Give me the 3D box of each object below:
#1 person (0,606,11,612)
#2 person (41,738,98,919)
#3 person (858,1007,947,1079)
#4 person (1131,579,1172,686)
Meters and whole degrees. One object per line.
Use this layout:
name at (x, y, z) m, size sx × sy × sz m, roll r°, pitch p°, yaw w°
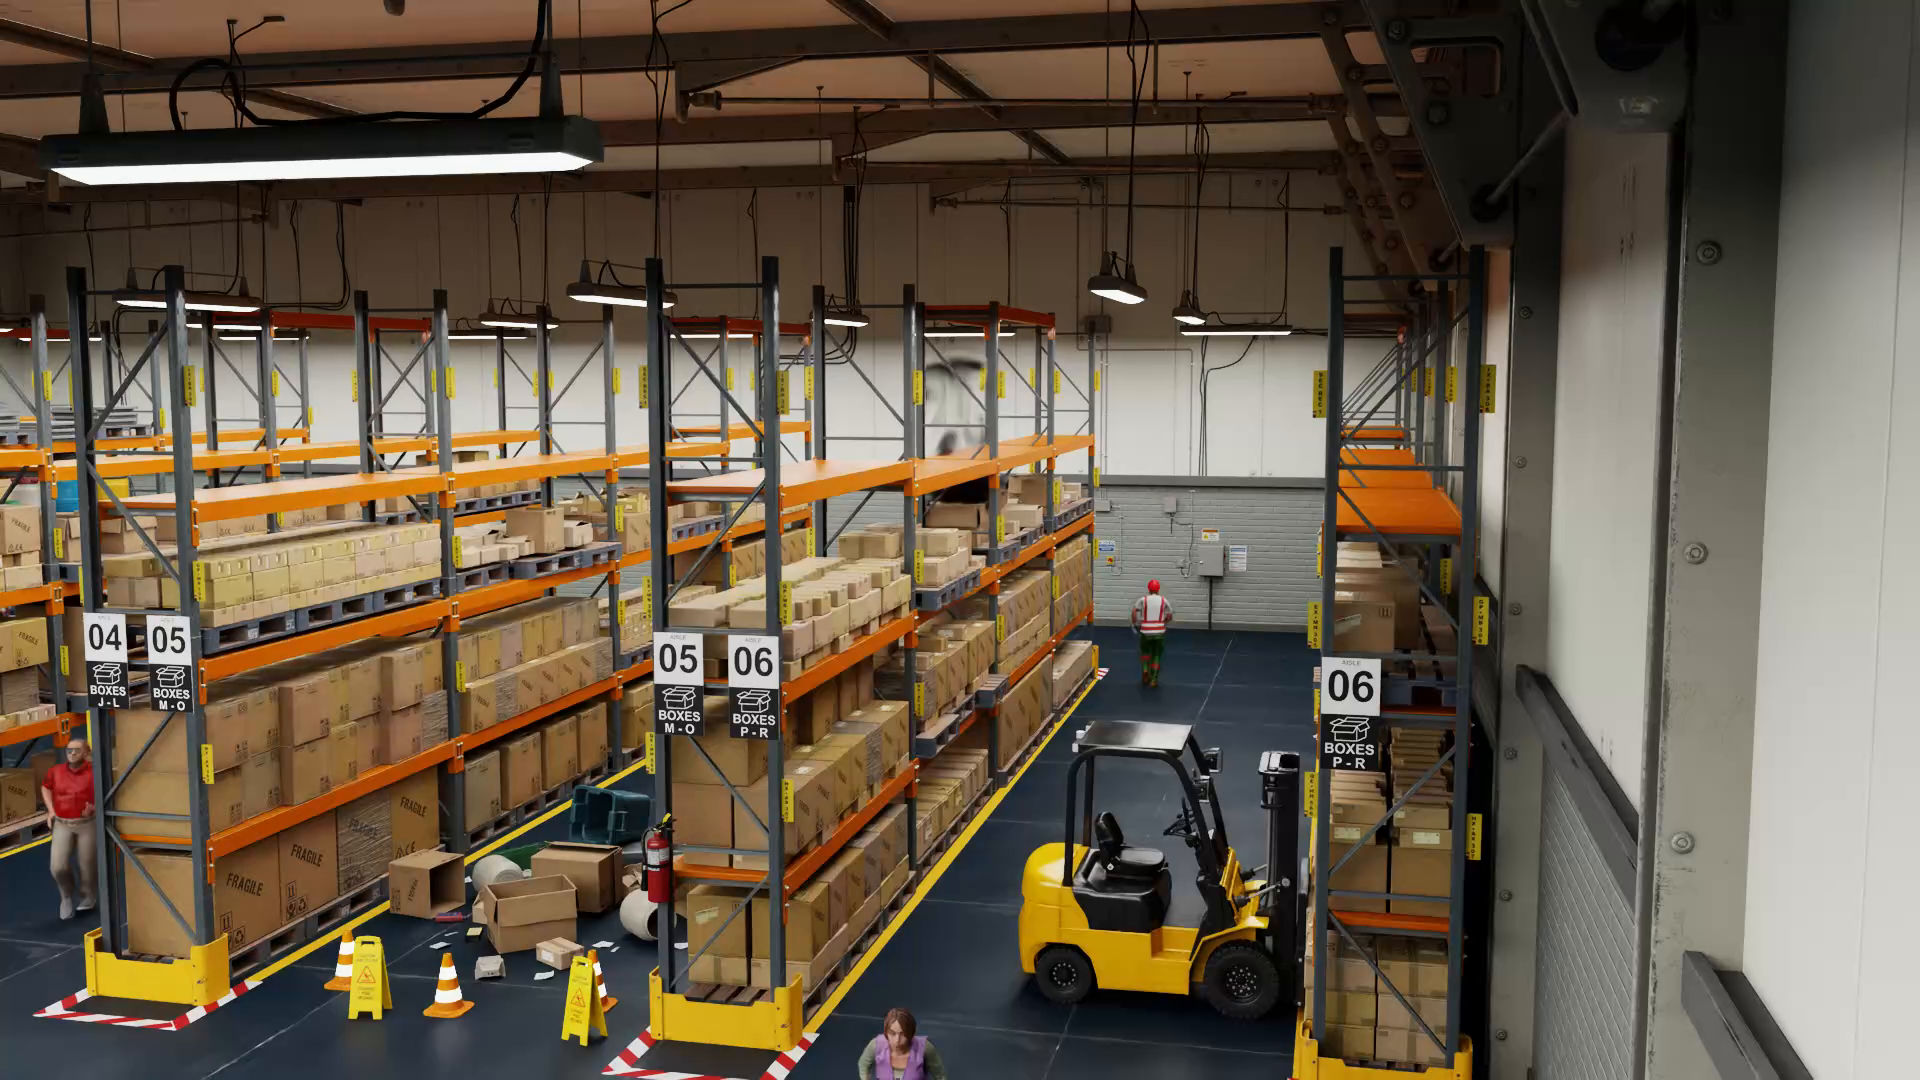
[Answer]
person at (-16.000, 1.432, 28.299) m, size 0.688 × 1.787 × 0.817 m, roll 0°, pitch 6°, yaw 1°
person at (-8.350, 2.741, 15.711) m, size 0.634 × 1.734 × 0.688 m, roll -2°, pitch 6°, yaw -19°
person at (-0.339, 3.433, 9.879) m, size 0.533 × 1.538 × 0.722 m, roll 0°, pitch 6°, yaw 1°
person at (3.154, 1.511, 27.439) m, size 0.680 × 1.746 × 0.609 m, roll 1°, pitch 6°, yaw 5°
